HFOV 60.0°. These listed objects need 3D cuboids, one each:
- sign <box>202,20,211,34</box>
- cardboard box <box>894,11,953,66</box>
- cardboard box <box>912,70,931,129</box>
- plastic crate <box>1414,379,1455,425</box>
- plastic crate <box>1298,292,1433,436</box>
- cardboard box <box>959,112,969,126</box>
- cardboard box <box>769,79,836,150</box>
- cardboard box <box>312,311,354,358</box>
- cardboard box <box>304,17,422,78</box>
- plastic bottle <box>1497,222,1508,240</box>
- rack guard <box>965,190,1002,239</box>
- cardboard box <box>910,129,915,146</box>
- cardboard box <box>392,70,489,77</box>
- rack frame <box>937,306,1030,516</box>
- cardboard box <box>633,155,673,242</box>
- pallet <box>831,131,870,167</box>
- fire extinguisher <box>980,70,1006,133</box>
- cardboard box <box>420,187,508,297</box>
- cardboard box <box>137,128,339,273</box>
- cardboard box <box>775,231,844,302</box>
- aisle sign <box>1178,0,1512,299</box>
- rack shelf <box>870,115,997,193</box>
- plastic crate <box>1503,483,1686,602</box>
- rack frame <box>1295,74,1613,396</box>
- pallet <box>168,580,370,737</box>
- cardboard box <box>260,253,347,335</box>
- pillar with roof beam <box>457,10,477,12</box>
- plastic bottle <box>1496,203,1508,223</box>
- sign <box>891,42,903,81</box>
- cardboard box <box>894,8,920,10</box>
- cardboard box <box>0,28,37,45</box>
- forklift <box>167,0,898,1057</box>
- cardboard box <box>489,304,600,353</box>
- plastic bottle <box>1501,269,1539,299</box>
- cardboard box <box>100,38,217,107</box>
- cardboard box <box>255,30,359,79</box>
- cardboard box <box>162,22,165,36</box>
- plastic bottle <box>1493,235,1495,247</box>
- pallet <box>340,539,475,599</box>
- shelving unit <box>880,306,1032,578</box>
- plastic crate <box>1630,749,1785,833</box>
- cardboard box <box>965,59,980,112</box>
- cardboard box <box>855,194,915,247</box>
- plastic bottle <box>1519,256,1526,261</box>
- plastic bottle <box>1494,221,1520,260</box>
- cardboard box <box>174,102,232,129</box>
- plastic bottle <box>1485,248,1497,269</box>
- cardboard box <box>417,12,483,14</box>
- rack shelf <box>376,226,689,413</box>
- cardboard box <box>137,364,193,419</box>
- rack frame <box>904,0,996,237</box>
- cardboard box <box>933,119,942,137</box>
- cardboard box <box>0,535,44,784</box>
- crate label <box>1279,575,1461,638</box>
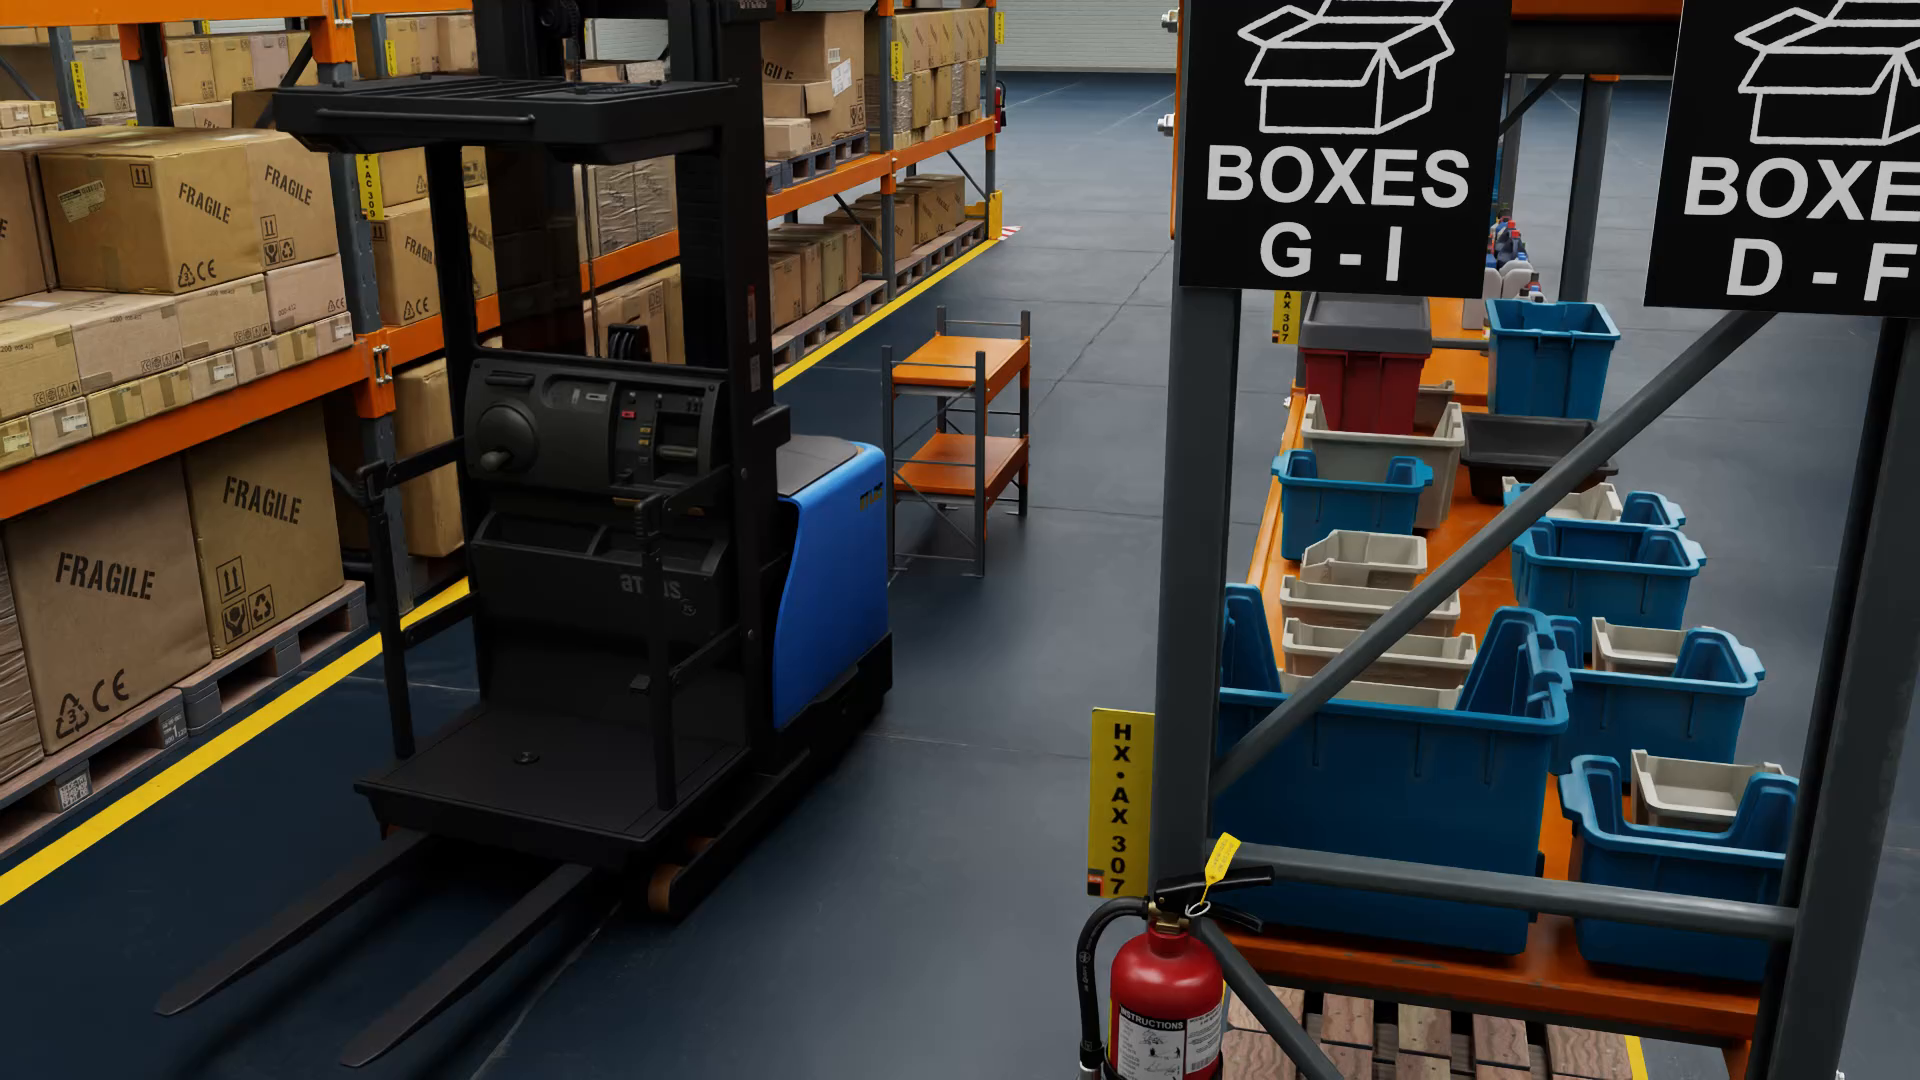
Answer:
[{"bbox_3d":[-9.182,-6.306,20.229,0.100,0.325,0.005,5,19,13],"label":"sign"},{"bbox_3d":[-0.371,-4.876,16.160,0.500,0.500,0.500,5,19,13],"label":"cardboard box"},{"bbox_3d":[-0.756,-4.101,15.437,0.875,0.500,0.500,5,19,13],"label":"cardboard box"},{"bbox_3d":[1.513,-0.493,5.805,0.396,0.136,0.243,5,19,13],"label":"plastic crate"},{"bbox_3d":[1.304,-0.522,5.385,0.402,0.464,0.583,5,19,13],"label":"plastic crate"},{"bbox_3d":[-0.124,-4.414,17.358,0.380,0.149,0.250,5,19,13],"label":"cardboard box"},{"bbox_3d":[-1.417,-3.319,12.956,0.797,0.503,0.637,7,20,19],"label":"cardboard box"},{"bbox_3d":[-2.794,-0.875,6.996,0.380,0.149,0.250,5,19,14],"label":"cardboard box"},{"bbox_3d":[-5.744,-4.741,16.024,0.875,0.550,0.550,5,19,13],"label":"cardboard box"},{"bbox_3d":[2.860,-1.527,8.717,0.097,0.271,0.097,0,19,0],"label":"plastic bottle"},{"bbox_3d":[-0.124,-3.669,18.657,1.175,0.500,0.348,5,19,13],"label":"rack guard"},{"bbox_3d":[-0.631,-3.705,15.283,0.380,0.149,0.250,5,19,13],"label":"cardboard box"},{"bbox_3d":[-2.574,-2.248,8.922,0.797,0.503,0.637,5,20,15],"label":"cardboard box"},{"bbox_3d":[0.123,-0.690,8.966,0.500,1.125,0.032,5,19,13],"label":"rack frame"},{"bbox_3d":[-2.068,-2.086,9.999,0.500,0.500,0.500,4,19,13],"label":"cardboard box"},{"bbox_3d":[-1.410,-3.304,14.016,1.003,0.211,1.213,5,19,13],"label":"pallet"},{"bbox_3d":[0.370,-4.839,18.334,0.296,0.674,0.183,5,19,13],"label":"fire extinguisher"},{"bbox_3d":[-2.560,-1.444,8.121,0.500,0.500,0.500,5,19,13],"label":"cardboard box"},{"bbox_3d":[-2.890,-1.374,6.683,0.500,0.500,0.500,5,20,15],"label":"cardboard box"},{"bbox_3d":[-1.388,-2.309,13.994,0.700,0.500,0.500,5,19,13],"label":"cardboard box"},{"bbox_3d":[0.487,-0.701,2.077,0.394,0.787,0.004,5,19,13],"label":"aisle sign"},{"bbox_3d":[-0.594,-3.909,16.604,1.077,0.370,4.000,5,19,13],"label":"rack shelf"},{"bbox_3d":[1.563,0.023,4.147,0.416,0.233,0.300,5,19,13],"label":"plastic crate"},{"bbox_3d":[1.766,-0.724,6.166,1.000,3.000,0.127,5,19,13],"label":"rack frame"},{"bbox_3d":[-3.299,0.437,7.082,1.003,0.211,1.213,5,19,13],"label":"pallet"},{"bbox_3d":[-2.891,-1.026,6.822,0.500,0.250,0.500,4,19,12],"label":"cardboard box"},{"bbox_3d":[-7.001,-14.043,35.880,9.100,9.000,0.400,5,19,13],"label":"pillar with roof beam"},{"bbox_3d":[3.058,-1.762,9.386,0.061,0.283,0.133,5,19,13],"label":"plastic bottle"},{"bbox_3d":[-0.544,-4.128,14.340,0.100,0.325,0.005,5,19,13],"label":"sign"},{"bbox_3d":[-0.633,-5.230,17.198,0.500,0.500,0.500,5,19,13],"label":"cardboard box"},{"bbox_3d":[-10.229,-5.345,17.535,0.700,0.500,0.500,5,19,14],"label":"cardboard box"},{"bbox_3d":[-1.255,-0.371,5.239,1.130,2.935,3.031,7,20,20],"label":"forklift"},{"bbox_3d":[-2.683,-0.791,8.999,1.225,0.875,0.875,4,19,11],"label":"cardboard box"},{"bbox_3d":[2.474,-1.070,7.372,0.152,0.276,0.135,5,19,13],"label":"plastic bottle"},{"bbox_3d":[-6.480,-3.772,13.389,0.700,0.500,0.500,4,19,13],"label":"cardboard box"},{"bbox_3d":[-5.983,-4.410,15.257,0.700,0.500,0.500,4,19,12],"label":"cardboard box"},{"bbox_3d":[-9.759,-5.985,19.406,0.700,0.500,0.500,5,19,14],"label":"cardboard box"},{"bbox_3d":[2.932,-1.586,8.996,0.097,0.201,0.097,0,19,0],"label":"plastic bottle"},{"bbox_3d":[-2.922,-0.043,8.487,1.003,0.211,1.213,5,19,13],"label":"pallet"},{"bbox_3d":[-0.002,-0.530,8.500,0.538,1.125,1.048,5,19,13],"label":"shelving unit"},{"bbox_3d":[1.327,0.481,2.954,0.250,0.136,0.298,5,19,13],"label":"plastic crate"},{"bbox_3d":[-0.272,-4.728,17.274,0.875,0.500,0.500,5,19,13],"label":"cardboard box"},{"bbox_3d":[-0.738,-3.141,16.462,0.500,0.500,0.500,3,19,9],"label":"cardboard box"},{"bbox_3d":[2.586,-1.175,7.686,0.097,0.271,0.097,0,19,0],"label":"plastic bottle"},{"bbox_3d":[2.699,-1.389,8.190,0.144,0.351,0.185,5,19,13],"label":"plastic bottle"},{"bbox_3d":[-6.228,-3.276,13.485,0.500,0.500,0.500,5,19,13],"label":"cardboard box"},{"bbox_3d":[2.494,-1.247,7.898,0.097,0.271,0.097,0,19,0],"label":"plastic bottle"},{"bbox_3d":[-5.332,-5.424,18.024,0.875,0.550,0.550,5,19,13],"label":"cardboard box"},{"bbox_3d":[-2.549,-1.401,9.263,1.077,0.370,4.000,5,19,13],"label":"rack shelf"},{"bbox_3d":[-3.045,-0.552,6.052,0.380,0.149,0.250,5,19,14],"label":"cardboard box"},{"bbox_3d":[-0.105,-4.876,18.323,1.000,3.000,0.127,5,19,13],"label":"rack frame"},{"bbox_3d":[-0.385,-4.018,16.200,0.380,0.149,0.250,5,19,13],"label":"cardboard box"},{"bbox_3d":[-3.713,0.453,5.357,0.875,0.875,0.875,5,19,13],"label":"cardboard box"},{"bbox_3d":[0.941,0.177,3.842,0.396,0.136,0.243,5,19,13],"label":"crate label"}]
